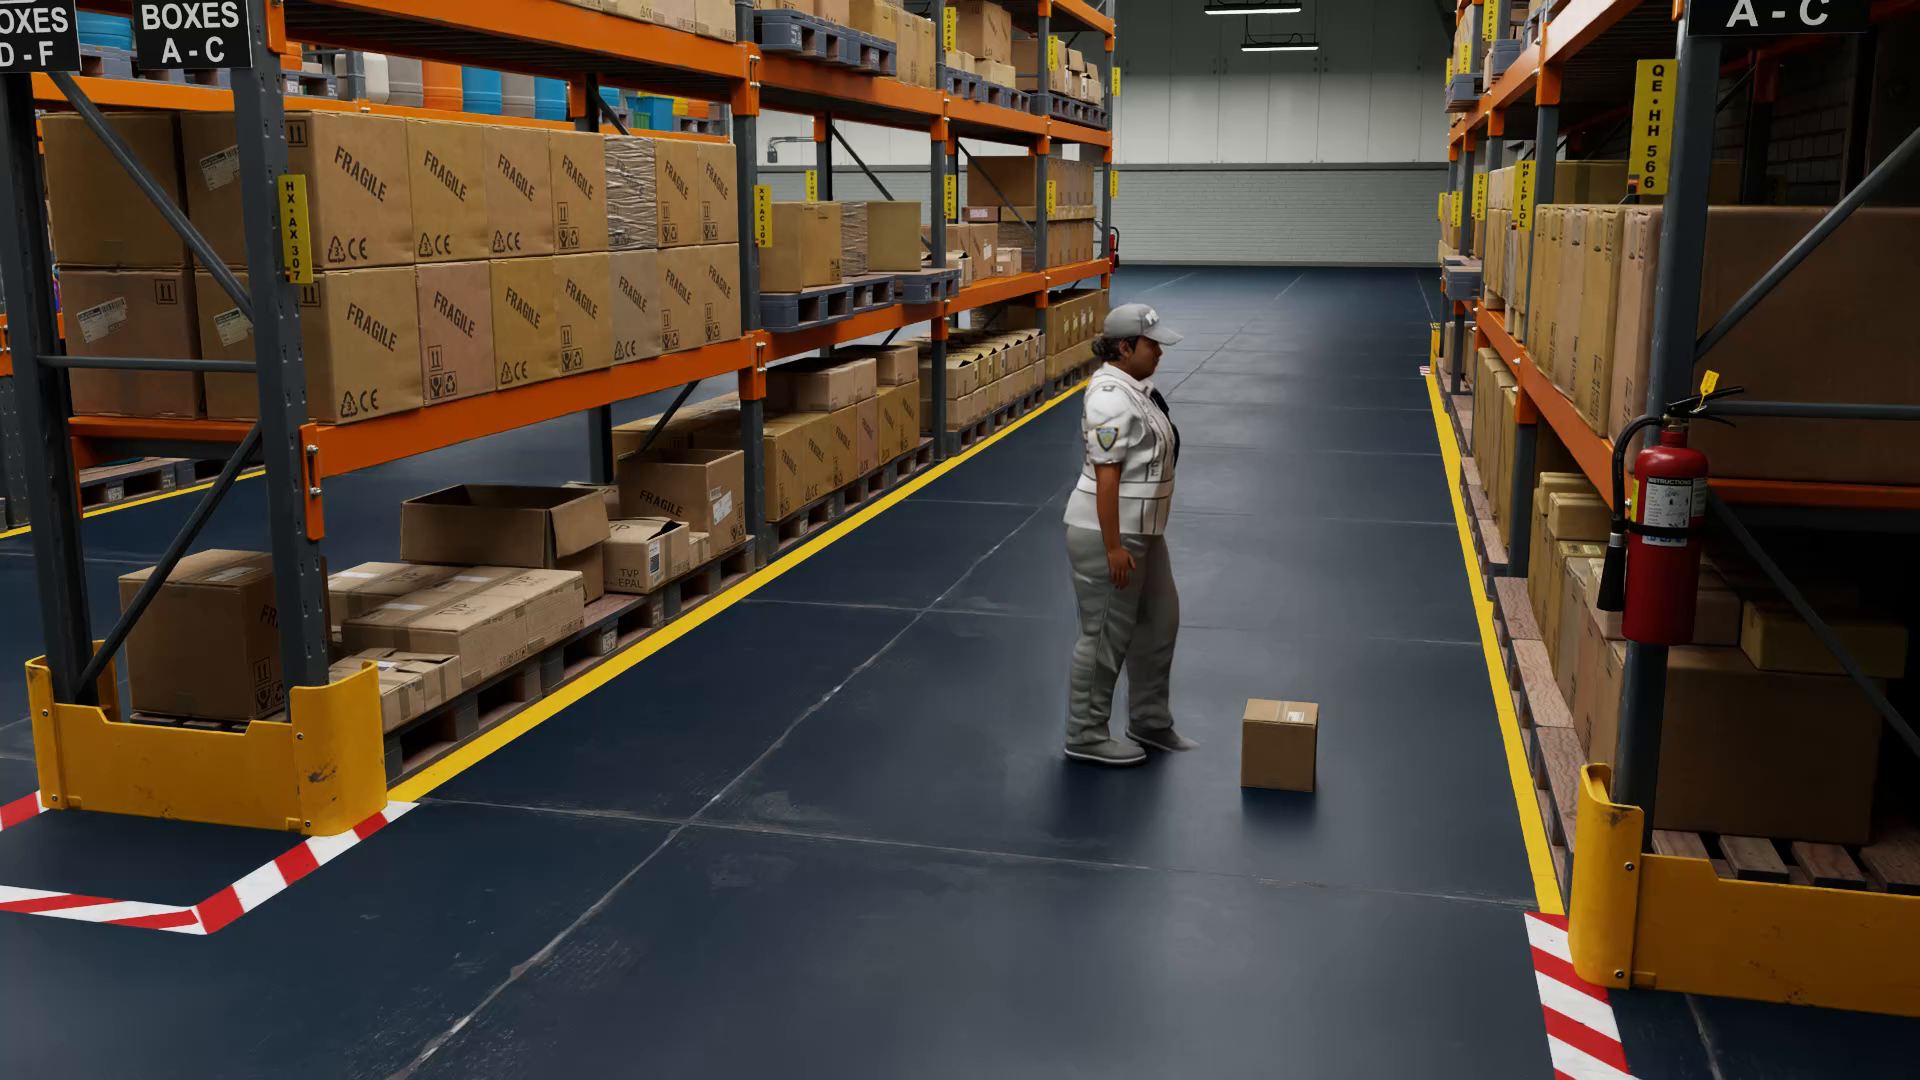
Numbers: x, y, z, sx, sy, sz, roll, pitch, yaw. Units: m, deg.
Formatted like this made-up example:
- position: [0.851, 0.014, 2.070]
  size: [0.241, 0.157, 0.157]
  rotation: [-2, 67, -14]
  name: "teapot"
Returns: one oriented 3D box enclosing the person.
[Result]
- position: [0.624, 0.006, 5.977]
  size: [0.492, 1.706, 0.494]
  rotation: [3, 12, 14]
  name: "person"
